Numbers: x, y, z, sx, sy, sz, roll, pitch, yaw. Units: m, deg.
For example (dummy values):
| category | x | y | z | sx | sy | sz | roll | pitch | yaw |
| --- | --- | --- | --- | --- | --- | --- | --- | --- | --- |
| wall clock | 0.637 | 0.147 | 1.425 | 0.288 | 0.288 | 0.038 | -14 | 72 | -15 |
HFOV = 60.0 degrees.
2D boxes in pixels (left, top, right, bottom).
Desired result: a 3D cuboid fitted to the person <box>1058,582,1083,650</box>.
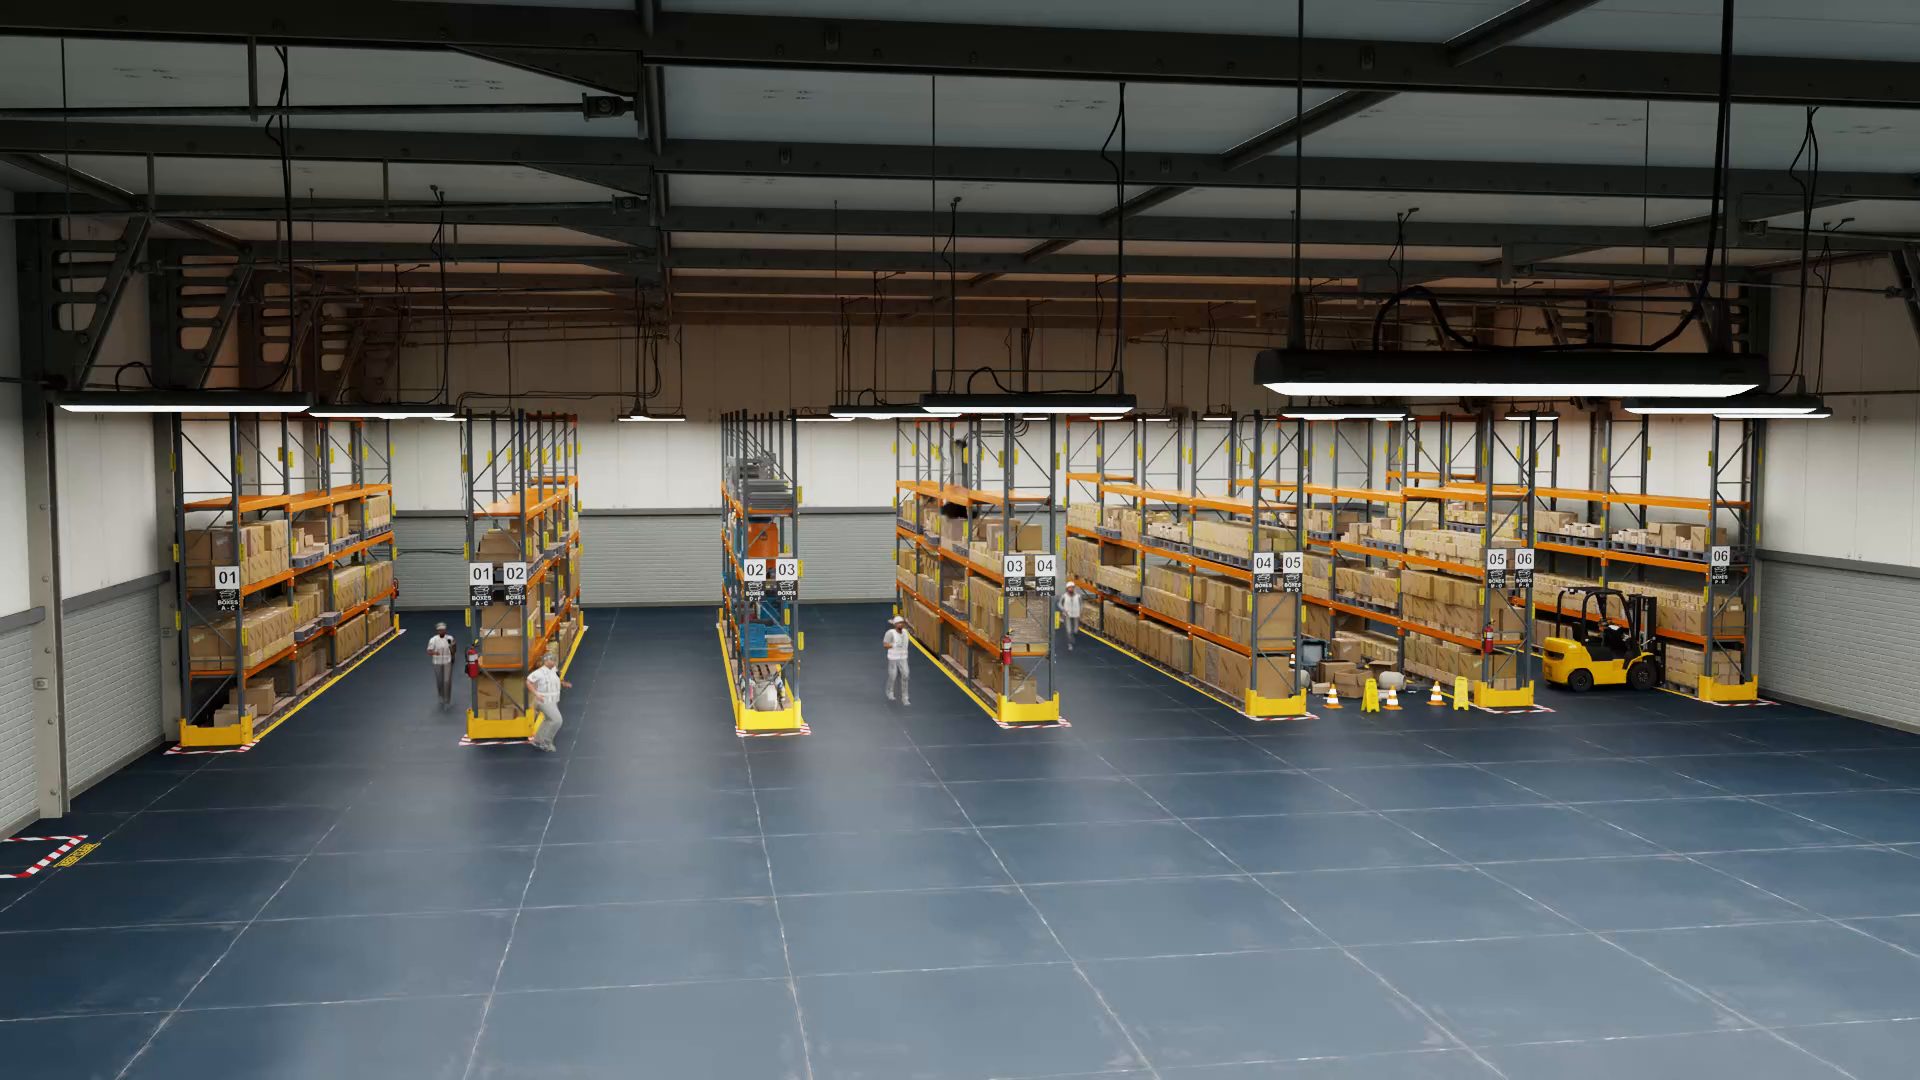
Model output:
| category | x | y | z | sx | sy | sz | roll | pitch | yaw |
| --- | --- | --- | --- | --- | --- | --- | --- | --- | --- |
| person | 2.821 | 1.926 | 42.219 | 0.661 | 1.730 | 0.585 | 0 | 4 | -4 |

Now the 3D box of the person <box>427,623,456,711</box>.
| category | x | y | z | sx | sy | sz | roll | pitch | yaw |
| --- | --- | --- | --- | --- | --- | --- | --- | --- | --- |
| person | -10.465 | 2.523 | 33.593 | 0.569 | 1.736 | 0.851 | -1 | 4 | -16 |

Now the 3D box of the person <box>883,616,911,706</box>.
| category | x | y | z | sx | sy | sz | roll | pitch | yaw |
| --- | --- | --- | --- | --- | --- | --- | --- | --- | --- |
| person | -1.310 | 2.470 | 33.982 | 0.646 | 1.847 | 0.796 | -2 | 5 | -30 |

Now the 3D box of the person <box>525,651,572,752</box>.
| category | x | y | z | sx | sy | sz | roll | pitch | yaw |
| --- | --- | --- | --- | --- | --- | --- | --- | --- | --- |
| person | -7.170 | 2.832 | 29.018 | 0.780 | 1.801 | 0.698 | 1 | 4 | 13 |

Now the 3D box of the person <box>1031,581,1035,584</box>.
| category | x | y | z | sx | sy | sz | roll | pitch | yaw |
| --- | --- | --- | --- | --- | --- | --- | --- | --- | --- |
| person | 2.178 | 1.621 | 46.770 | 0.577 | 1.746 | 0.731 | -1 | 4 | -8 |
